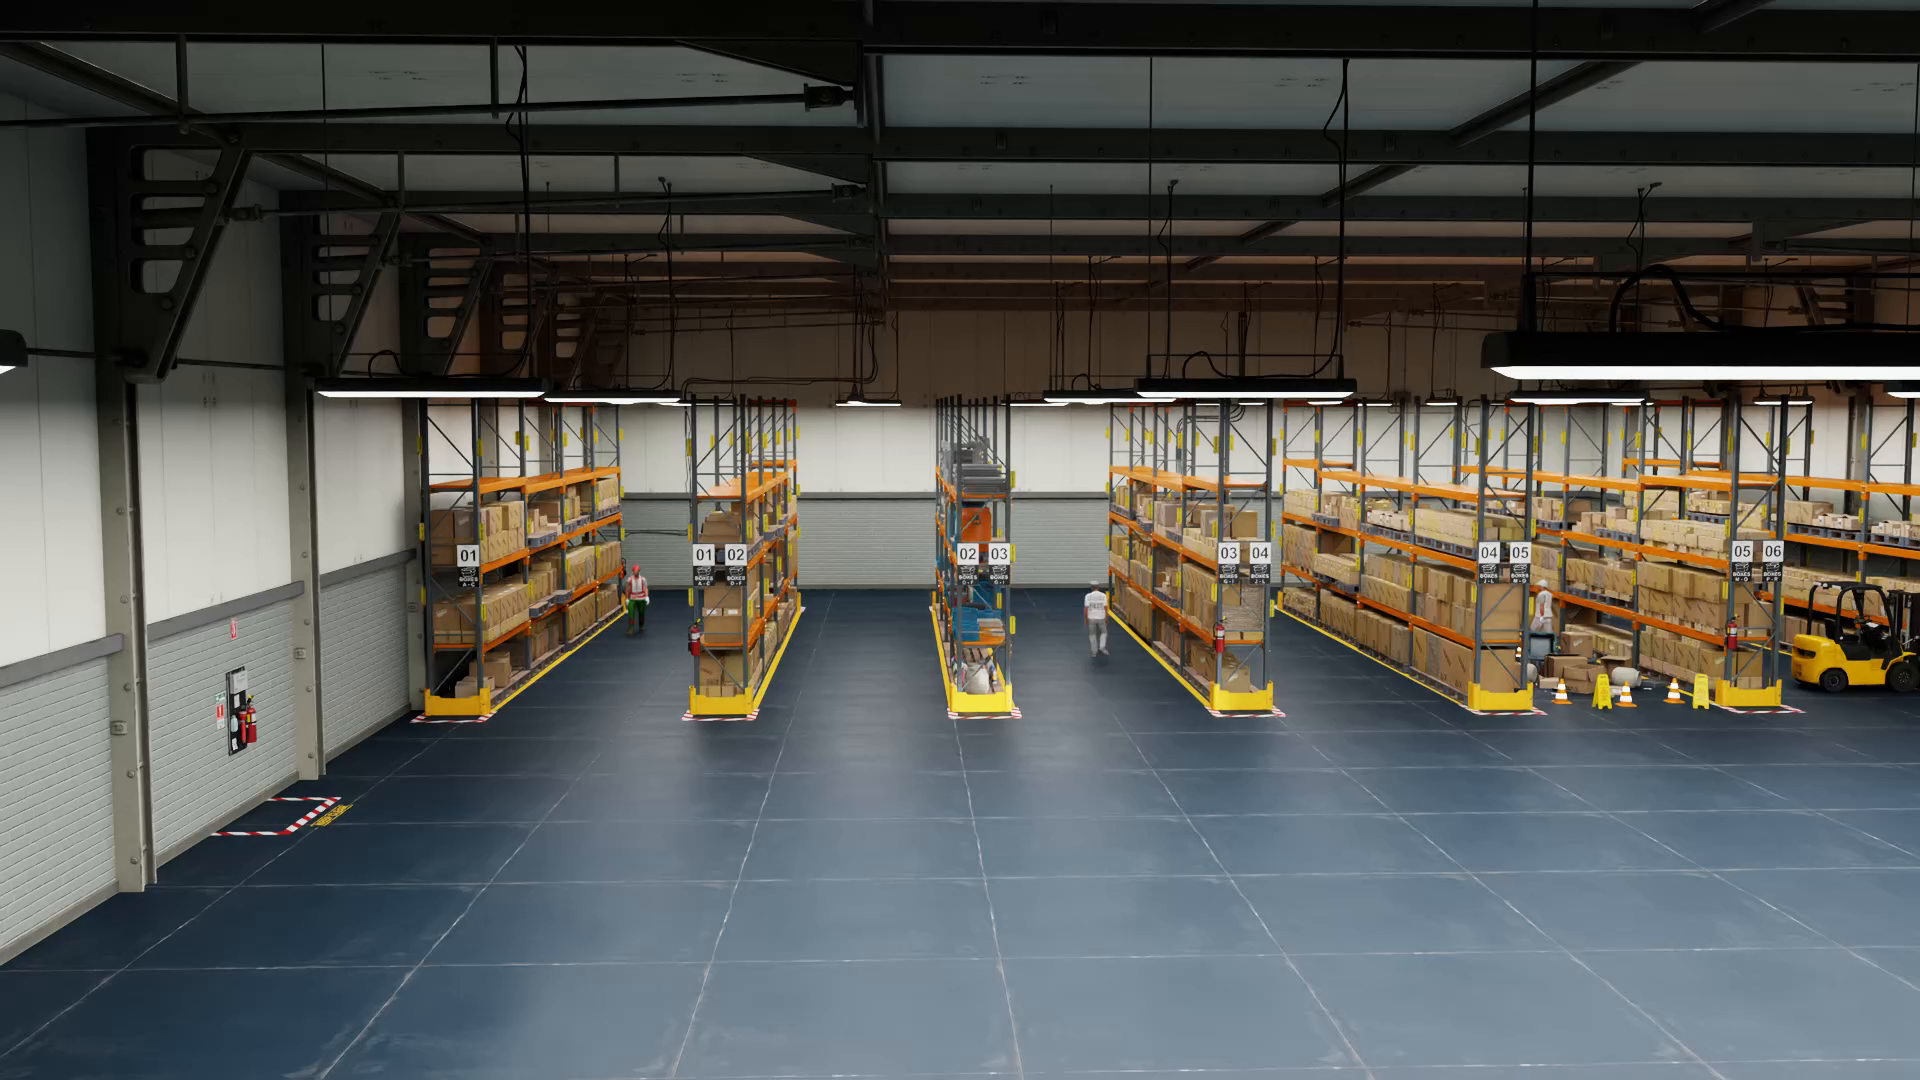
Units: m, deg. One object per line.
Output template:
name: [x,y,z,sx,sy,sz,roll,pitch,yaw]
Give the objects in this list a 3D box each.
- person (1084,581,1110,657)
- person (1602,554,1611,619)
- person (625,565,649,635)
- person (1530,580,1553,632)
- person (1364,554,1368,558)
person: [3.156,1.828,38.378,0.586,1.756,0.532,0,4,-1]
person: [17.554,1.255,45.353,0.568,1.769,0.442,-3,6,-35]
person: [-8.203,1.505,42.233,0.619,1.712,1.070,0,5,-6]
person: [13.489,1.826,38.335,0.509,1.806,0.542,-1,5,-16]
person: [11.390,1.231,46.587,0.498,1.672,0.503,0,5,-3]
